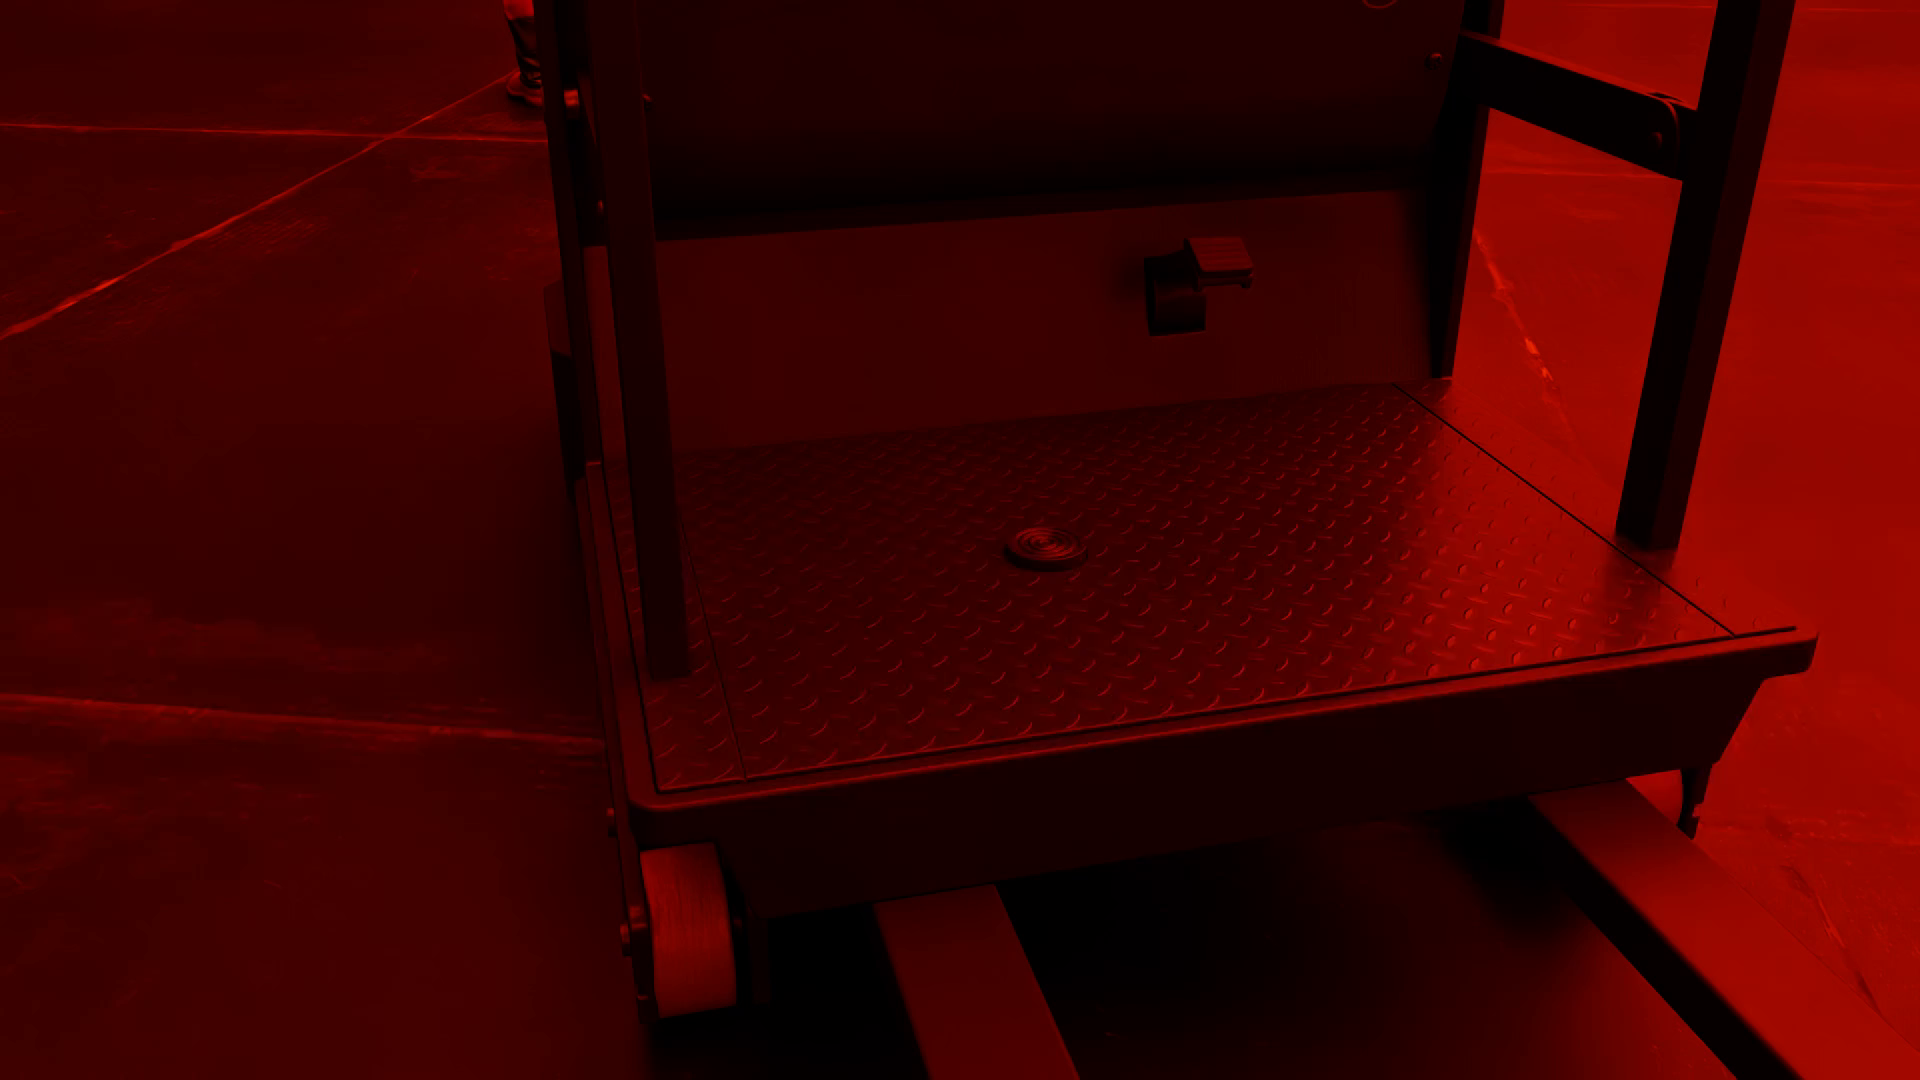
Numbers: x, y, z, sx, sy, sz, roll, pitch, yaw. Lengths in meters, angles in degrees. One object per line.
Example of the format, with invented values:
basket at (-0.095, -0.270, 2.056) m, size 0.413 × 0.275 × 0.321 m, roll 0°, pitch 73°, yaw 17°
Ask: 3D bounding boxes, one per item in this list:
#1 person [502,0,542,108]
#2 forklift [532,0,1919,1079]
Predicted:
person at (-1.252, -2.224, 4.969) m, size 0.612 × 1.779 × 0.455 m, roll -9°, pitch 28°, yaw -18°
forklift at (0.153, -1.049, 1.319) m, size 1.130 × 2.935 × 3.031 m, roll -7°, pitch 27°, yaw -13°
